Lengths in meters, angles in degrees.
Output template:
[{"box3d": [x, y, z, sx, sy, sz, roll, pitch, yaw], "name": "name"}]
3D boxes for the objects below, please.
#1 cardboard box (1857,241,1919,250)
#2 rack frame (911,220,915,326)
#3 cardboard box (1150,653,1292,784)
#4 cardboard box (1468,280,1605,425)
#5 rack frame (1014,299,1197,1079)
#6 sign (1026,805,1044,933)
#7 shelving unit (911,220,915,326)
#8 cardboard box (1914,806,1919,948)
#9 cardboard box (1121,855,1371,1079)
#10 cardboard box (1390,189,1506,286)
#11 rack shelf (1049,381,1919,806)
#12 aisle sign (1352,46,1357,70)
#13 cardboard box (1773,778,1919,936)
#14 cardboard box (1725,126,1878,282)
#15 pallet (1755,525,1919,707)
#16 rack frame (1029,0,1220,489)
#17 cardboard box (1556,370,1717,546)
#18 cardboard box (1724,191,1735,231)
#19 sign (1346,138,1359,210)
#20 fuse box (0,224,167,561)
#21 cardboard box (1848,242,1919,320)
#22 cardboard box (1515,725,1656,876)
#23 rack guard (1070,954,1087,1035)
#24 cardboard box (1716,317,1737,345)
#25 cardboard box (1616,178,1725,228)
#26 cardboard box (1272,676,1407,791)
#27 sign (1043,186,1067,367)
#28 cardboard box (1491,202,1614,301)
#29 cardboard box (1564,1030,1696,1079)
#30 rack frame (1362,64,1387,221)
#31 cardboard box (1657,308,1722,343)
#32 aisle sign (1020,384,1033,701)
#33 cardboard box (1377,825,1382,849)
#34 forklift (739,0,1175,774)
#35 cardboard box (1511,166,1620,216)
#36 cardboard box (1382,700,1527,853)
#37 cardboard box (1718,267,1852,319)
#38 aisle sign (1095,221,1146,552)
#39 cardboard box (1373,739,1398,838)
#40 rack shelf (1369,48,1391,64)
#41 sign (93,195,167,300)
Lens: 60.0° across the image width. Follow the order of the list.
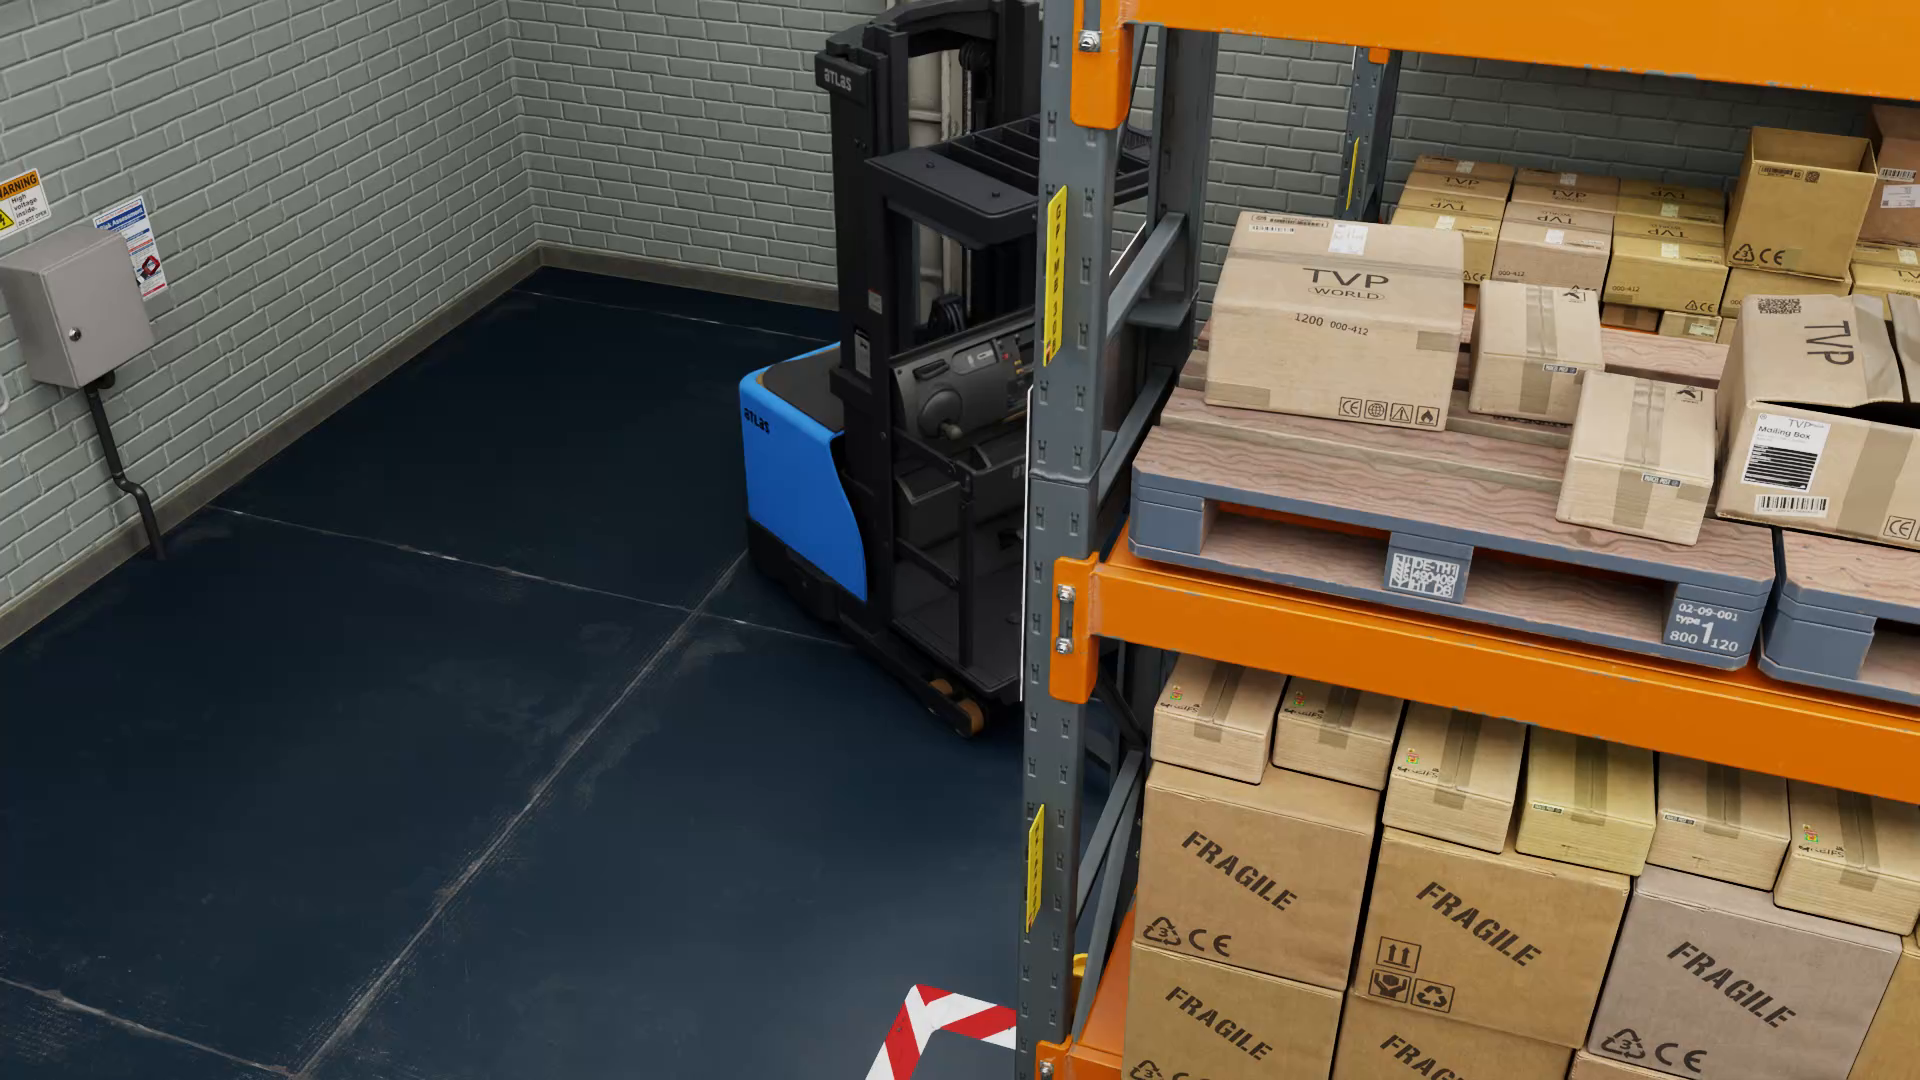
[{"box3d": [4.472, -1.388, 7.998, 0.500, 0.250, 0.500, 12, 35, 18], "name": "cardboard box"}, {"box3d": [-0.372, -1.046, 8.987, 0.013, 1.308, 0.475, 21, 38, 29], "name": "rack frame"}, {"box3d": [0.611, 0.361, 3.813, 0.250, 0.149, 0.380, 12, 35, 17], "name": "cardboard box"}, {"box3d": [1.245, -0.411, 3.608, 0.250, 0.149, 0.380, 8, 34, 13], "name": "cardboard box"}, {"box3d": [0.370, 0.890, 4.607, 0.127, 3.000, 1.000, 11, 34, 16], "name": "rack frame"}, {"box3d": [0.177, 0.775, 3.913, 0.005, 0.325, 0.100, 11, 34, 16], "name": "sign"}, {"box3d": [0.035, -0.889, 8.745, 1.083, 1.500, 0.587, 21, 38, 29], "name": "shelving unit"}, {"box3d": [2.056, 0.667, 3.340, 0.250, 0.149, 0.380, 10, 34, 15], "name": "cardboard box"}, {"box3d": [0.725, 1.082, 4.216, 0.500, 0.500, 0.500, 11, 34, 16], "name": "cardboard box"}, {"box3d": [2.377, -1.487, 8.151, 0.500, 0.250, 0.500, 11, 34, 17], "name": "cardboard box"}, {"box3d": [2.252, 0.298, 3.421, 4.000, 0.370, 1.077, 11, 34, 16], "name": "rack shelf"}, {"box3d": [1.878, -2.600, 7.615, 0.004, 0.787, 0.394, 11, 34, 16], "name": "aisle sign"}, {"box3d": [1.827, 0.606, 3.433, 0.250, 0.149, 0.380, 11, 35, 17], "name": "cardboard box"}, {"box3d": [3.789, -1.528, 7.523, 0.500, 0.500, 0.500, 12, 35, 18], "name": "cardboard box"}, {"box3d": [2.224, 0.020, 3.271, 1.213, 0.211, 1.003, 11, 34, 16], "name": "pallet"}, {"box3d": [0.370, -1.631, 2.979, 0.127, 3.000, 1.000, 11, 34, 16], "name": "rack frame"}, {"box3d": [1.316, -0.167, 3.230, 0.250, 0.149, 0.380, 12, 35, 18], "name": "cardboard box"}, {"box3d": [4.005, -1.475, 8.133, 0.500, 0.250, 0.500, 11, 34, 16], "name": "cardboard box"}, {"box3d": [1.858, -1.732, 7.869, 0.005, 0.325, 0.100, 11, 34, 16], "name": "sign"}, {"box3d": [-4.100, -0.635, 8.156, 0.414, 1.711, 0.539, 11, 34, 16], "name": "fuse box"}, {"box3d": [4.303, -1.126, 7.593, 0.500, 0.250, 0.500, 11, 34, 16], "name": "cardboard box"}, {"box3d": [1.341, 0.518, 3.570, 0.250, 0.149, 0.380, 10, 34, 15], "name": "cardboard box"}, {"box3d": [0.347, 1.935, 5.291, 0.348, 0.500, 1.175, 11, 34, 16], "name": "rack guard"}, {"box3d": [3.708, -1.041, 7.828, 0.250, 0.149, 0.380, 12, 35, 18], "name": "cardboard box"}, {"box3d": [3.513, -1.571, 8.281, 0.500, 0.250, 0.500, 12, 35, 18], "name": "cardboard box"}, {"box3d": [0.881, 0.373, 3.795, 0.250, 0.149, 0.380, 12, 35, 18], "name": "cardboard box"}, {"box3d": [0.177, -0.489, 3.097, 0.005, 0.325, 0.100, 11, 34, 16], "name": "sign"}, {"box3d": [2.852, -1.395, 8.009, 0.500, 0.250, 0.500, 11, 35, 17], "name": "cardboard box"}, {"box3d": [1.683, 1.263, 3.937, 0.500, 0.500, 0.500, 11, 34, 16], "name": "cardboard box"}, {"box3d": [2.040, -1.644, 8.531, 0.053, 2.616, 0.949, 11, 34, 16], "name": "rack frame"}, {"box3d": [3.454, -1.079, 7.887, 0.250, 0.149, 0.380, 10, 34, 15], "name": "cardboard box"}, {"box3d": [0.204, -0.068, 3.692, 0.004, 0.787, 0.394, 11, 34, 16], "name": "aisle sign"}, {"box3d": [1.380, 0.900, 4.498, 0.500, 0.500, 0.500, 10, 34, 15], "name": "cardboard box"}, {"box3d": [0.240, -0.665, 7.078, 1.130, 2.935, 3.031, -24, 40, -32], "name": "forklift"}, {"box3d": [3.048, -1.664, 8.426, 0.500, 0.250, 0.500, 11, 34, 17], "name": "cardboard box"}, {"box3d": [1.087, 0.479, 3.630, 0.250, 0.149, 0.380, 12, 35, 18], "name": "cardboard box"}, {"box3d": [3.819, -1.221, 7.740, 0.500, 0.250, 0.500, 10, 34, 15], "name": "cardboard box"}, {"box3d": [0.407, -0.374, 4.167, 0.004, 0.787, 0.394, 11, 34, 16], "name": "aisle sign"}, {"box3d": [0.904, 0.394, 4.360, 0.500, 0.500, 0.500, 12, 35, 18], "name": "cardboard box"}, {"box3d": [3.924, -2.237, 7.348, 4.000, 0.370, 1.077, 11, 34, 16], "name": "rack shelf"}, {"box3d": [-4.129, -1.426, 8.281, 0.001, 0.494, 0.329, 11, 34, 16], "name": "sign"}]
